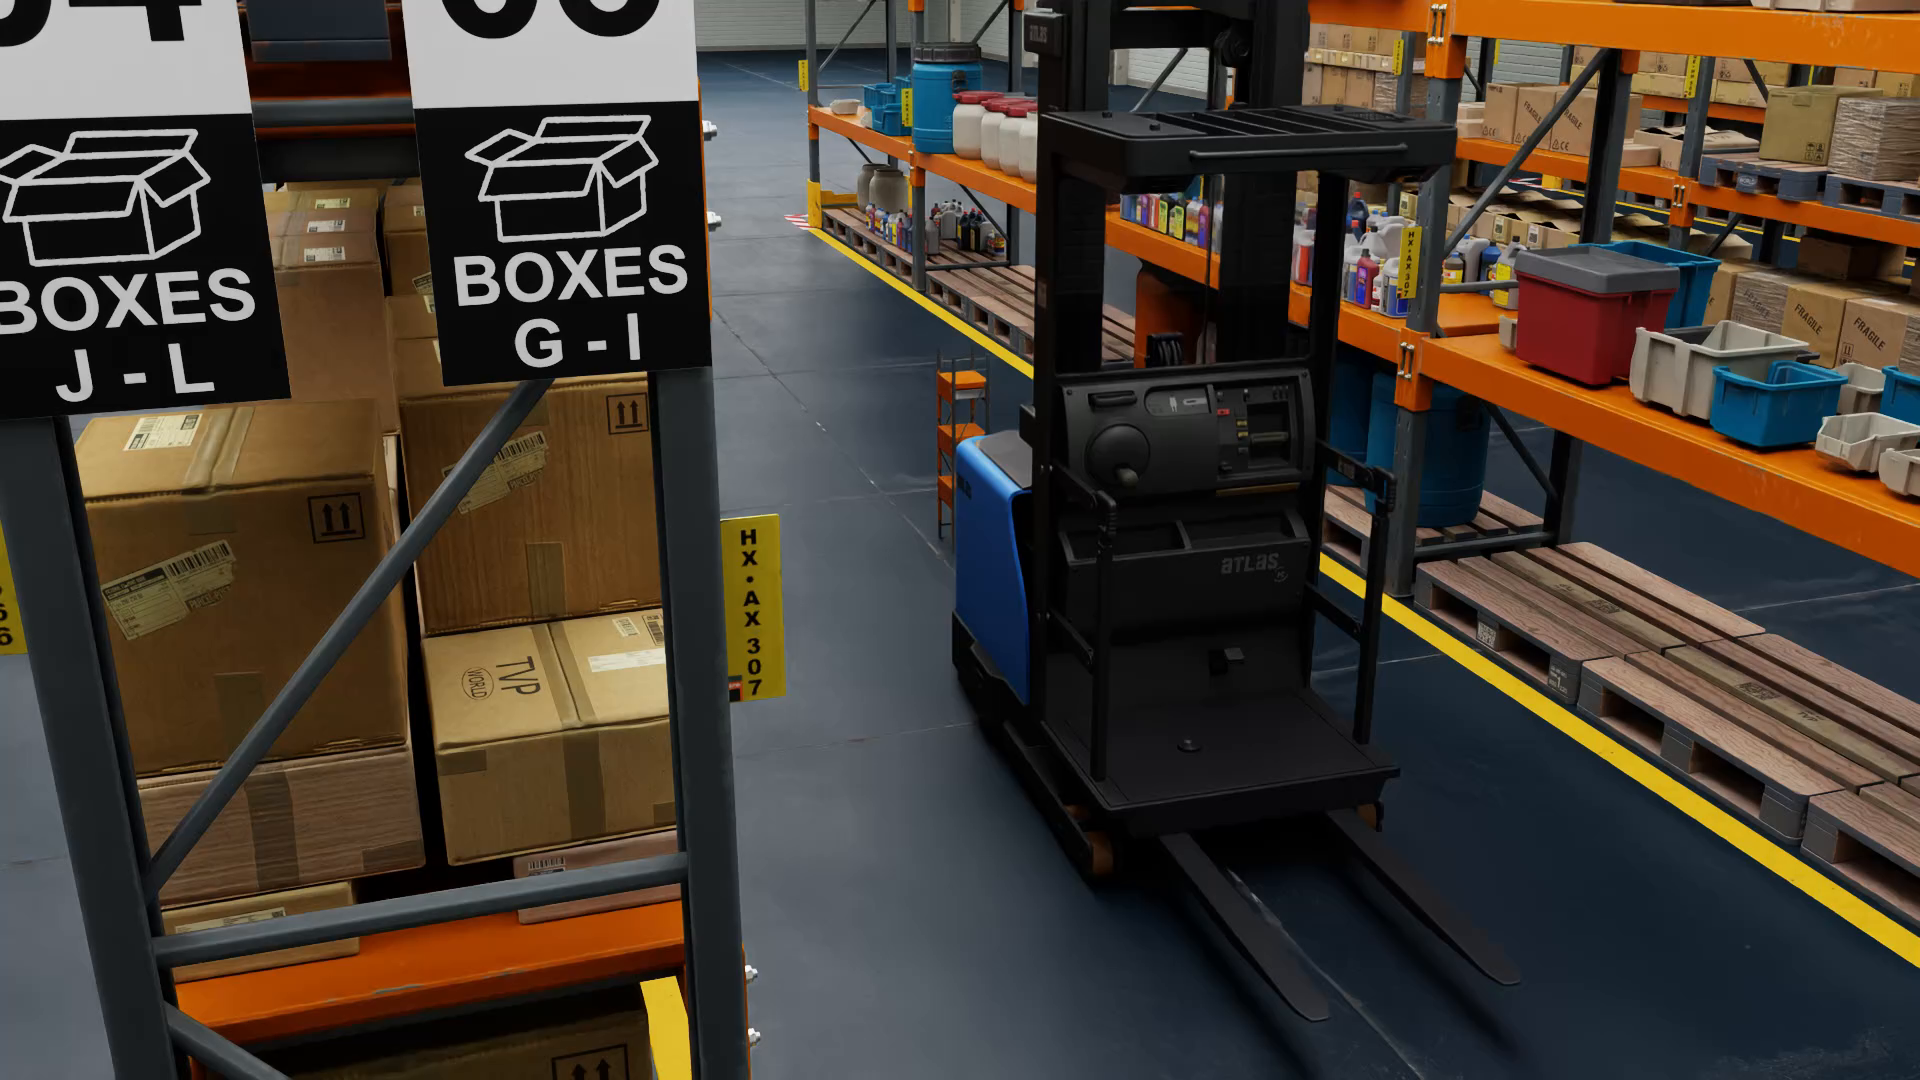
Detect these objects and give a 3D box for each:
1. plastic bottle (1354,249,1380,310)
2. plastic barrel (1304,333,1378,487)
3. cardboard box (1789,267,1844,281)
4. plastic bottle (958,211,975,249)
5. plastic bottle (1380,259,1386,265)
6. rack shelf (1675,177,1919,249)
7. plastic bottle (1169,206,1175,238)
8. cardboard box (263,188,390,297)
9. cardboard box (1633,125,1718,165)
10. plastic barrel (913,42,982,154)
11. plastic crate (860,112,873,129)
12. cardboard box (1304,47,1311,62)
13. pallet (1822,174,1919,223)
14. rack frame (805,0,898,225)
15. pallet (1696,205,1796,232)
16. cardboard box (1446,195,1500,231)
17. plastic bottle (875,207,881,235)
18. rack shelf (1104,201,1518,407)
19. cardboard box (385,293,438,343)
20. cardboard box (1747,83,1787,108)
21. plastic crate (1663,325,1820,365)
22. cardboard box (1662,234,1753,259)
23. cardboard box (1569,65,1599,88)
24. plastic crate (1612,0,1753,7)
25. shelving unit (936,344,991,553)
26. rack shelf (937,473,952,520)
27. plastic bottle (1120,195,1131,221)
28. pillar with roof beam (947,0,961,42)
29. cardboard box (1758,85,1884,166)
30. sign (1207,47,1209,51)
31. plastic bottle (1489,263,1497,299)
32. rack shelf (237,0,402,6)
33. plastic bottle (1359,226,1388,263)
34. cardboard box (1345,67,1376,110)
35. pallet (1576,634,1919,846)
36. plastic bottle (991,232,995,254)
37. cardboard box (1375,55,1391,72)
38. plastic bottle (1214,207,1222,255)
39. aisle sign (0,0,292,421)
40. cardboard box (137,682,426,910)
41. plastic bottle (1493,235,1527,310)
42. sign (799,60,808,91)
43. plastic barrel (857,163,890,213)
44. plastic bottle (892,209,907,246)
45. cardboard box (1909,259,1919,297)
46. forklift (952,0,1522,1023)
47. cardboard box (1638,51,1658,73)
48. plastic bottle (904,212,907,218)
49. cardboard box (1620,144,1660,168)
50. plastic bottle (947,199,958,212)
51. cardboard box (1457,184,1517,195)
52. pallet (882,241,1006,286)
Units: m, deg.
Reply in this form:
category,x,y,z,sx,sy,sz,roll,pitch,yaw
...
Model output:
category,x,y,z,sx,sy,sz,roll,pitch,yaw
plastic bottle,2.026,-1.299,8.268,0.061,0.283,0.133,-6,21,-17
plastic barrel,2.195,-0.806,9.206,0.600,0.901,0.708,-6,21,-17
cardboard box,6.535,-1.756,12.416,0.500,0.500,0.500,-6,20,-15
plastic bottle,0.061,-3.008,16.121,0.144,0.351,0.185,-6,21,-17
plastic bottle,2.139,-1.327,8.469,0.097,0.201,0.097,0,20,0
rack shelf,6.647,-2.021,11.169,1.077,0.370,4.000,-6,21,-17
plastic bottle,1.342,-1.978,10.279,0.097,0.201,0.097,0,20,0
cardboard box,-2.222,-0.908,5.678,0.500,0.500,0.500,-6,21,-17
cardboard box,5.921,-3.267,13.706,0.500,0.311,0.500,-7,21,-18
plastic barrel,-0.108,-3.839,14.427,0.600,0.901,0.708,-6,21,-17
plastic crate,-0.693,-4.130,16.366,0.530,0.136,0.437,-6,21,-17
cardboard box,3.905,-5.278,18.067,0.380,0.149,0.250,-6,21,-17
pallet,6.634,-2.287,11.131,1.003,0.211,1.213,-6,21,-17
rack frame,-1.199,-5.043,18.520,1.000,3.000,0.127,-6,21,-17
pallet,9.218,-3.712,18.938,1.003,0.211,1.213,-6,21,-17
cardboard box,4.807,-3.132,15.815,0.500,0.311,0.500,-7,21,-18
plastic bottle,-0.818,-3.241,16.888,0.097,0.271,0.097,0,20,0
rack shelf,1.944,-1.496,9.707,1.077,0.370,4.000,-6,21,-17
cardboard box,-1.093,-0.314,4.025,0.500,0.500,0.500,-7,21,-19
cardboard box,9.026,-4.871,18.232,0.500,0.250,0.500,-6,21,-17
plastic crate,3.179,-0.760,6.914,0.437,0.125,0.590,-6,21,-17
cardboard box,6.133,-2.368,13.688,0.500,0.311,0.500,-6,21,-15
cardboard box,8.057,-5.844,20.942,0.500,0.250,0.500,-7,21,-19
plastic crate,2.702,-2.115,6.123,0.497,0.269,0.590,-6,21,-17
shelving unit,0.017,-0.477,8.691,0.215,1.050,0.252,-6,21,-17
rack shelf,0.017,-0.205,8.789,0.215,0.259,0.240,-6,21,-17
plastic bottle,1.144,-2.244,10.911,0.152,0.276,0.135,-6,21,-17
pillar with roof beam,-4.269,-17.956,45.596,9.100,9.000,0.400,-6,21,-17
cardboard box,6.323,-3.056,12.217,0.700,0.500,0.500,-15,24,-35
sign,2.975,-5.956,19.663,0.100,0.325,0.005,-6,21,-17
plastic bottle,2.767,-1.340,8.503,0.097,0.201,0.097,0,20,0
rack shelf,-2.758,-2.381,7.735,1.077,0.370,4.000,-6,21,-17
plastic bottle,2.110,-1.445,8.574,0.144,0.351,0.185,-6,21,-17
cardboard box,4.444,-4.642,17.255,0.700,0.500,0.500,-7,21,-18
pallet,3.227,0.744,6.533,1.003,0.211,1.213,-6,21,-17
plastic bottle,0.342,-2.831,15.850,0.097,0.201,0.097,0,20,0
cardboard box,4.397,-4.781,16.683,0.380,0.149,0.250,-7,21,-18
plastic bottle,1.580,-1.799,9.672,0.152,0.276,0.135,-6,21,-17
aisle sign,-1.135,-0.551,2.167,0.394,0.787,0.004,-6,21,-17
cardboard box,-1.277,0.421,3.089,0.500,0.250,0.500,-7,21,-18
plastic bottle,2.757,-1.329,8.253,0.144,0.351,0.185,-6,21,-17
sign,-1.723,-5.116,18.314,0.100,0.325,0.005,-6,21,-17
plastic barrel,-0.920,-3.867,18.304,0.421,0.512,0.421,0,20,0
plastic bottle,-0.580,-3.061,16.270,0.144,0.351,0.185,-7,21,-18
cardboard box,6.883,-1.764,11.328,0.500,0.250,0.500,-7,21,-18
forklift,0.865,-0.369,5.607,1.130,2.935,3.031,-6,21,-15
cardboard box,8.373,-5.876,19.922,0.500,0.500,0.500,-7,21,-19
plastic bottle,-0.526,-3.094,16.459,0.061,0.283,0.133,-6,21,-17
cardboard box,5.474,-3.142,13.599,0.380,0.149,0.250,-6,21,-17
plastic bottle,-0.053,-3.280,16.878,0.144,0.351,0.185,-6,20,-15
cardboard box,5.161,-3.353,16.430,0.500,0.311,0.500,-6,21,-17
pallet,-0.114,-2.667,16.030,1.003,0.211,1.213,-6,21,-17
